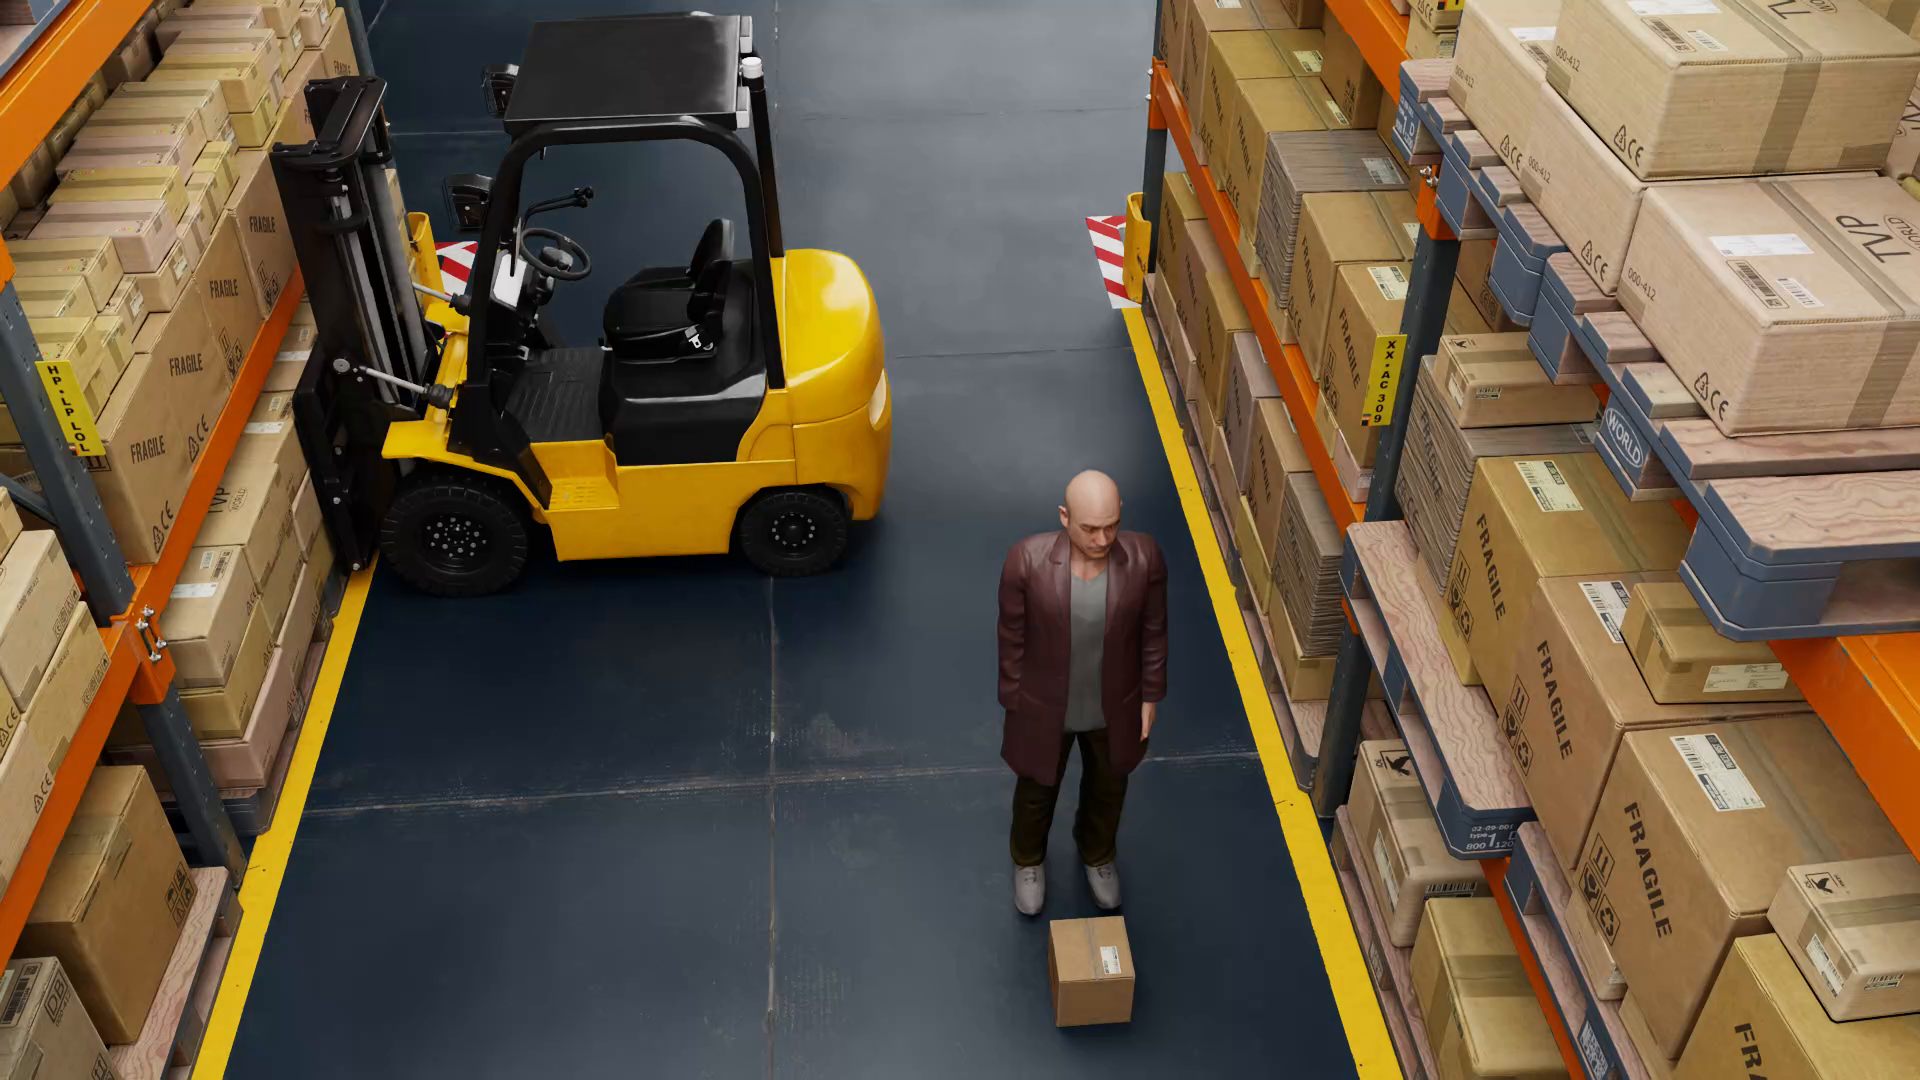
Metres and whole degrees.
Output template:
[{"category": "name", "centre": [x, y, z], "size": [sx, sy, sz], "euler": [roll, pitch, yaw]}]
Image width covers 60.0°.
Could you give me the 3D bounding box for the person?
[{"category": "person", "centre": [0.404, 0.577, 5.538], "size": [0.562, 1.662, 0.377], "euler": [-3, 39, -4]}]
